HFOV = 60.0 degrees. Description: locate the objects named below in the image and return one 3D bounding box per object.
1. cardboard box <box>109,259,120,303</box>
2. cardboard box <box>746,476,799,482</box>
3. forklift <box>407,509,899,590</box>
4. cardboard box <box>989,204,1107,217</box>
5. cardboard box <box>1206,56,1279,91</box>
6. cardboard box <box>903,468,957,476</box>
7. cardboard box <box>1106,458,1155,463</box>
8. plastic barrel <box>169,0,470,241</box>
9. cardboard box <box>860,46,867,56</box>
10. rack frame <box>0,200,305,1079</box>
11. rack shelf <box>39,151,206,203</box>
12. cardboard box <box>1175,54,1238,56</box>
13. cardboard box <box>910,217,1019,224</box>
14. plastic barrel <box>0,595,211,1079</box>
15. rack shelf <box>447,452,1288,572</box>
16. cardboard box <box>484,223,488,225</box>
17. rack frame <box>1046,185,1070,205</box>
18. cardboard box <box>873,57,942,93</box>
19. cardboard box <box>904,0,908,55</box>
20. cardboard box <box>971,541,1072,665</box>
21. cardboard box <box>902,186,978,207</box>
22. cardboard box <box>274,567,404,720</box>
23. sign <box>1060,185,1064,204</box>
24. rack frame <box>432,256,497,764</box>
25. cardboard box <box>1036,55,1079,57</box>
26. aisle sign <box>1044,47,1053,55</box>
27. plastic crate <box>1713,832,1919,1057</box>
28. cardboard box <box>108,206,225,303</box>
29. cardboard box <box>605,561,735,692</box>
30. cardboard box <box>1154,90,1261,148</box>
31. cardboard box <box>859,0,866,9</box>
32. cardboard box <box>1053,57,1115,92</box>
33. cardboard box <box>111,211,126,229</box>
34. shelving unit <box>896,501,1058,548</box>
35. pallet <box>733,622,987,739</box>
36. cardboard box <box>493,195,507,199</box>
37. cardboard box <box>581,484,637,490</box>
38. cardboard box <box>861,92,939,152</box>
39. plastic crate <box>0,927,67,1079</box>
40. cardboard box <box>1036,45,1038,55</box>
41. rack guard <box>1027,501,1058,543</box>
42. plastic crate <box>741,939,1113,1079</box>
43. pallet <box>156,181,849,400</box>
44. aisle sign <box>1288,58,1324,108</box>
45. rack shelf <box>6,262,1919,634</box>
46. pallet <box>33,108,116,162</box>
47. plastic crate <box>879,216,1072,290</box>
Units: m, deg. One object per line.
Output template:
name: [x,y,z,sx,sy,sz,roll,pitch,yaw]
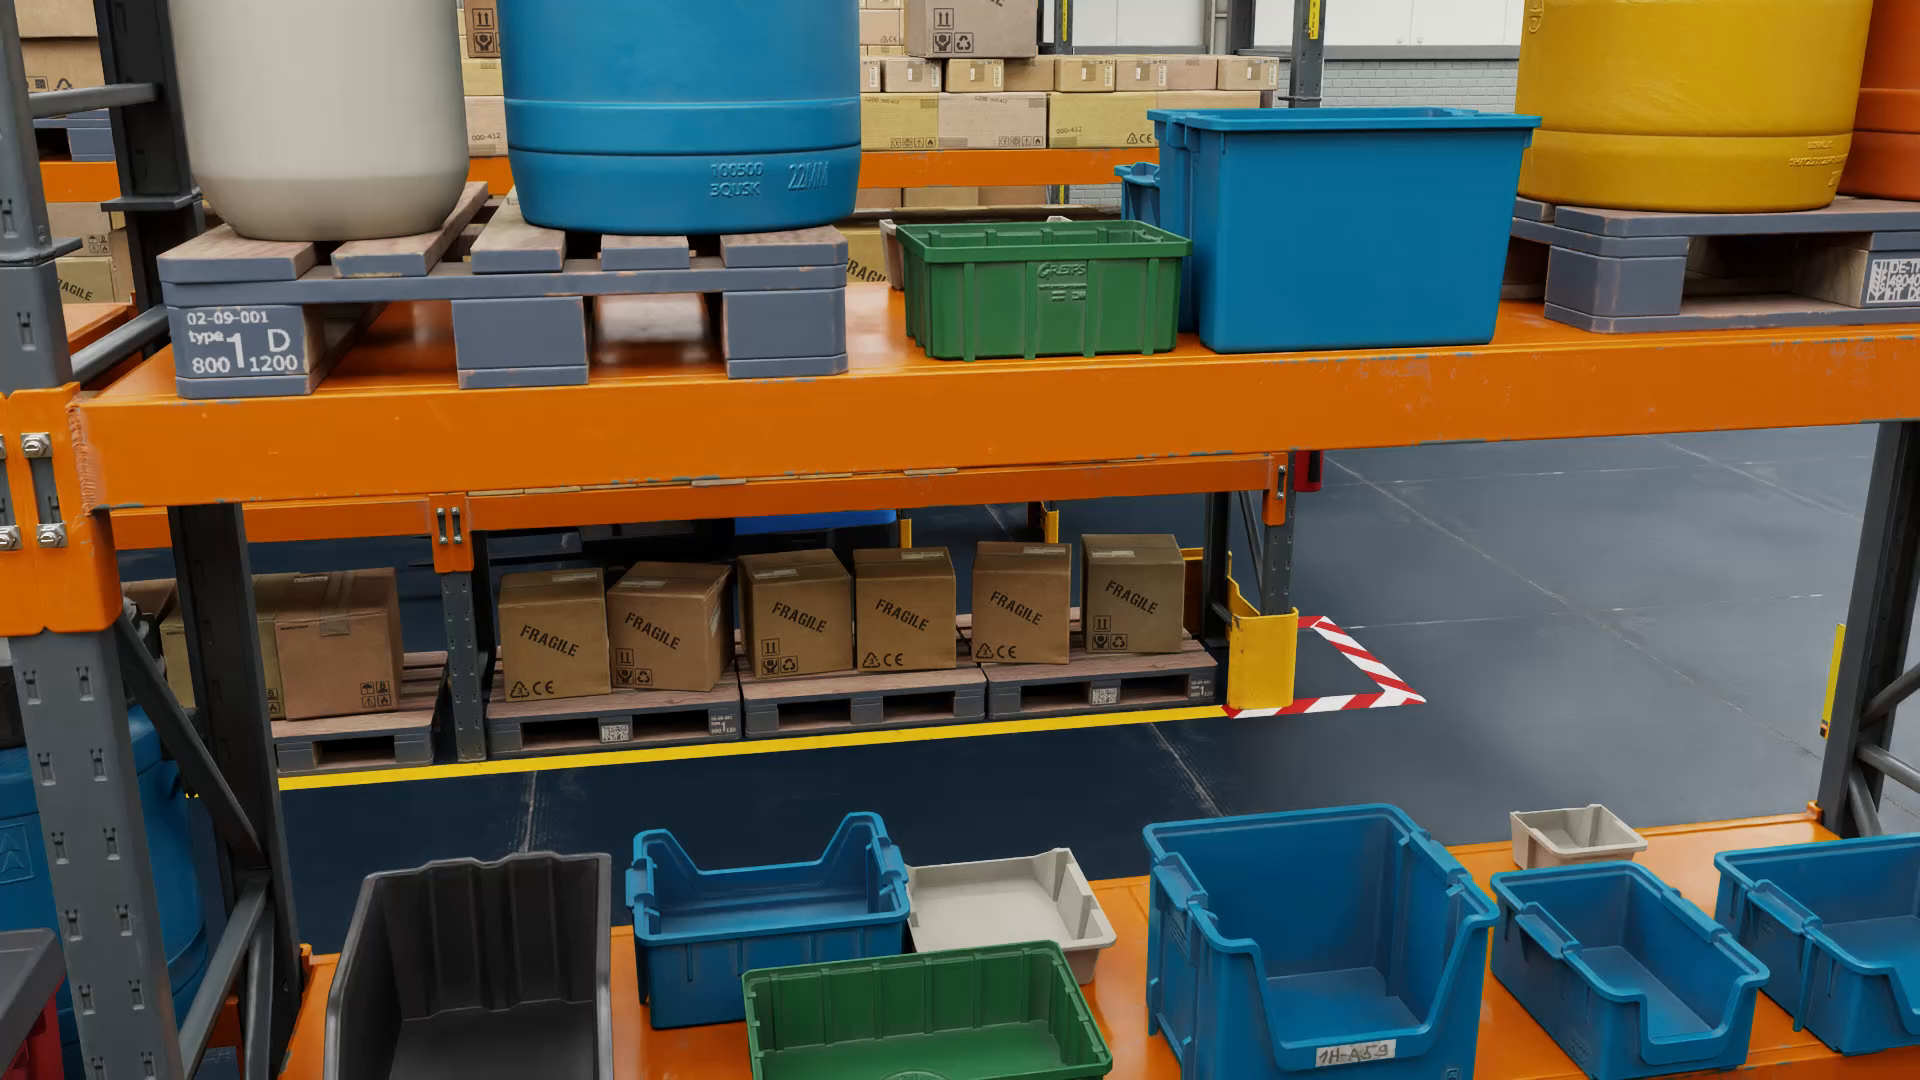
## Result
cardboard box: [-5.688,-1.786,11.848,0.500,0.500,0.500,-3,17,-10]
cardboard box: [-0.914,-0.403,7.944,0.250,0.149,0.380,-3,17,-10]
forklift: [-1.972,-1.246,10.376,3.031,2.935,1.130,-5,18,-14]
cardboard box: [0.438,-1.434,8.492,0.500,0.500,0.500,-3,17,-10]
cardboard box: [1.309,-2.191,7.805,0.250,0.149,0.380,-3,17,-10]
cardboard box: [-0.171,-0.435,8.046,0.250,0.149,0.380,-3,17,-10]
cardboard box: [0.800,-0.506,8.279,0.250,0.149,0.380,-3,17,-10]
plastic barrel: [-1.005,-0.749,2.627,0.421,0.512,0.421,0,17,0]
cardboard box: [-0.829,-3.555,12.211,0.250,0.149,0.380,-3,17,-10]
rack frame: [-1.465,0.906,3.252,0.127,3.000,1.000,-3,17,-10]
rack shelf: [-4.369,-1.500,7.203,4.000,0.370,1.077,-3,17,-10]
cardboard box: [1.208,-2.348,8.316,0.250,0.149,0.380,-3,17,-11]
cardboard box: [0.048,-1.254,7.904,0.500,0.500,0.500,-3,17,-10]
plastic barrel: [-1.902,0.601,3.392,0.708,0.901,0.600,-3,17,-10]
rack shelf: [-0.441,-0.289,8.369,4.000,0.370,1.077,-3,17,-10]
cardboard box: [-2.015,-1.294,8.035,0.500,0.500,0.500,-3,17,-10]
rack frame: [0.681,-2.180,13.299,0.127,3.000,1.000,-3,17,-10]
cardboard box: [-0.248,-2.119,7.570,0.250,0.149,0.380,-4,18,-13]
cardboard box: [0.014,-2.602,8.038,0.500,0.500,0.500,-3,17,-11]
cardboard box: [0.326,0.323,8.693,0.500,0.500,0.500,1,17,4]
cardboard box: [-0.214,-2.701,12.901,0.550,0.550,0.875,-3,17,-10]
cardboard box: [-3.012,0.491,8.112,0.500,0.500,0.700,-5,18,-15]
sign: [0.770,-2.689,12.583,0.005,0.325,0.100,-3,17,-10]
rack frame: [-2.405,-0.521,7.900,0.127,3.000,1.000,-3,17,-10]
cardboard box: [0.430,-2.317,8.216,0.250,0.149,0.380,-3,17,-8]
aisle sign: [0.693,-3.513,13.212,0.004,0.787,0.394,-3,17,-10]
plastic crate: [2.027,0.869,3.627,0.616,0.251,0.499,-3,17,-10]
cardboard box: [-3.212,-1.005,7.738,1.000,1.000,1.000,-3,17,-10]
cardboard box: [-1.444,0.428,8.352,0.500,0.500,0.500,2,17,7]
cardboard box: [1.097,-2.006,7.881,0.500,0.250,0.500,-3,17,-9]
cardboard box: [-0.834,-3.936,12.093,0.250,0.149,0.380,-4,17,-11]
cardboard box: [0.541,-2.143,7.648,0.250,0.149,0.380,-3,17,-10]
cardboard box: [-5.732,-2.340,11.947,0.500,0.500,0.700,-4,17,-11]
shelving unit: [0.075,-0.721,11.105,1.083,1.500,0.587,-3,17,-10]
pallet: [-0.552,0.695,8.689,1.213,0.211,1.003,-3,17,-10]
cardboard box: [-4.695,-3.677,16.782,0.500,0.500,0.500,-4,17,-11]
cardboard box: [-1.649,-0.359,7.798,0.250,0.149,0.380,-3,17,-10]
cardboard box: [-0.390,-1.922,7.607,0.500,0.250,0.500,-4,17,-11]
plastic crate: [-1.883,0.991,2.867,0.583,0.464,0.402,-3,17,-10]
cardboard box: [0.419,-3.626,12.441,0.250,0.149,0.380,-3,17,-11]
rack guard: [0.564,-0.151,11.379,0.087,0.250,0.587,-3,17,-10]
plastic crate: [-0.079,1.014,3.264,0.662,0.188,0.450,-3,17,-10]
pallet: [-0.775,-0.505,3.061,1.003,0.211,1.213,-3,17,-10]
aisle sign: [1.640,-1.904,7.974,0.004,0.787,0.394,-3,17,-10]
rack shelf: [0.498,-0.295,3.279,4.000,0.370,1.077,-3,17,-10]
pallet: [-4.049,-1.803,7.284,1.003,0.211,1.213,-3,17,-10]
plastic crate: [0.034,-0.607,3.520,0.396,0.136,0.243,-3,17,-10]
